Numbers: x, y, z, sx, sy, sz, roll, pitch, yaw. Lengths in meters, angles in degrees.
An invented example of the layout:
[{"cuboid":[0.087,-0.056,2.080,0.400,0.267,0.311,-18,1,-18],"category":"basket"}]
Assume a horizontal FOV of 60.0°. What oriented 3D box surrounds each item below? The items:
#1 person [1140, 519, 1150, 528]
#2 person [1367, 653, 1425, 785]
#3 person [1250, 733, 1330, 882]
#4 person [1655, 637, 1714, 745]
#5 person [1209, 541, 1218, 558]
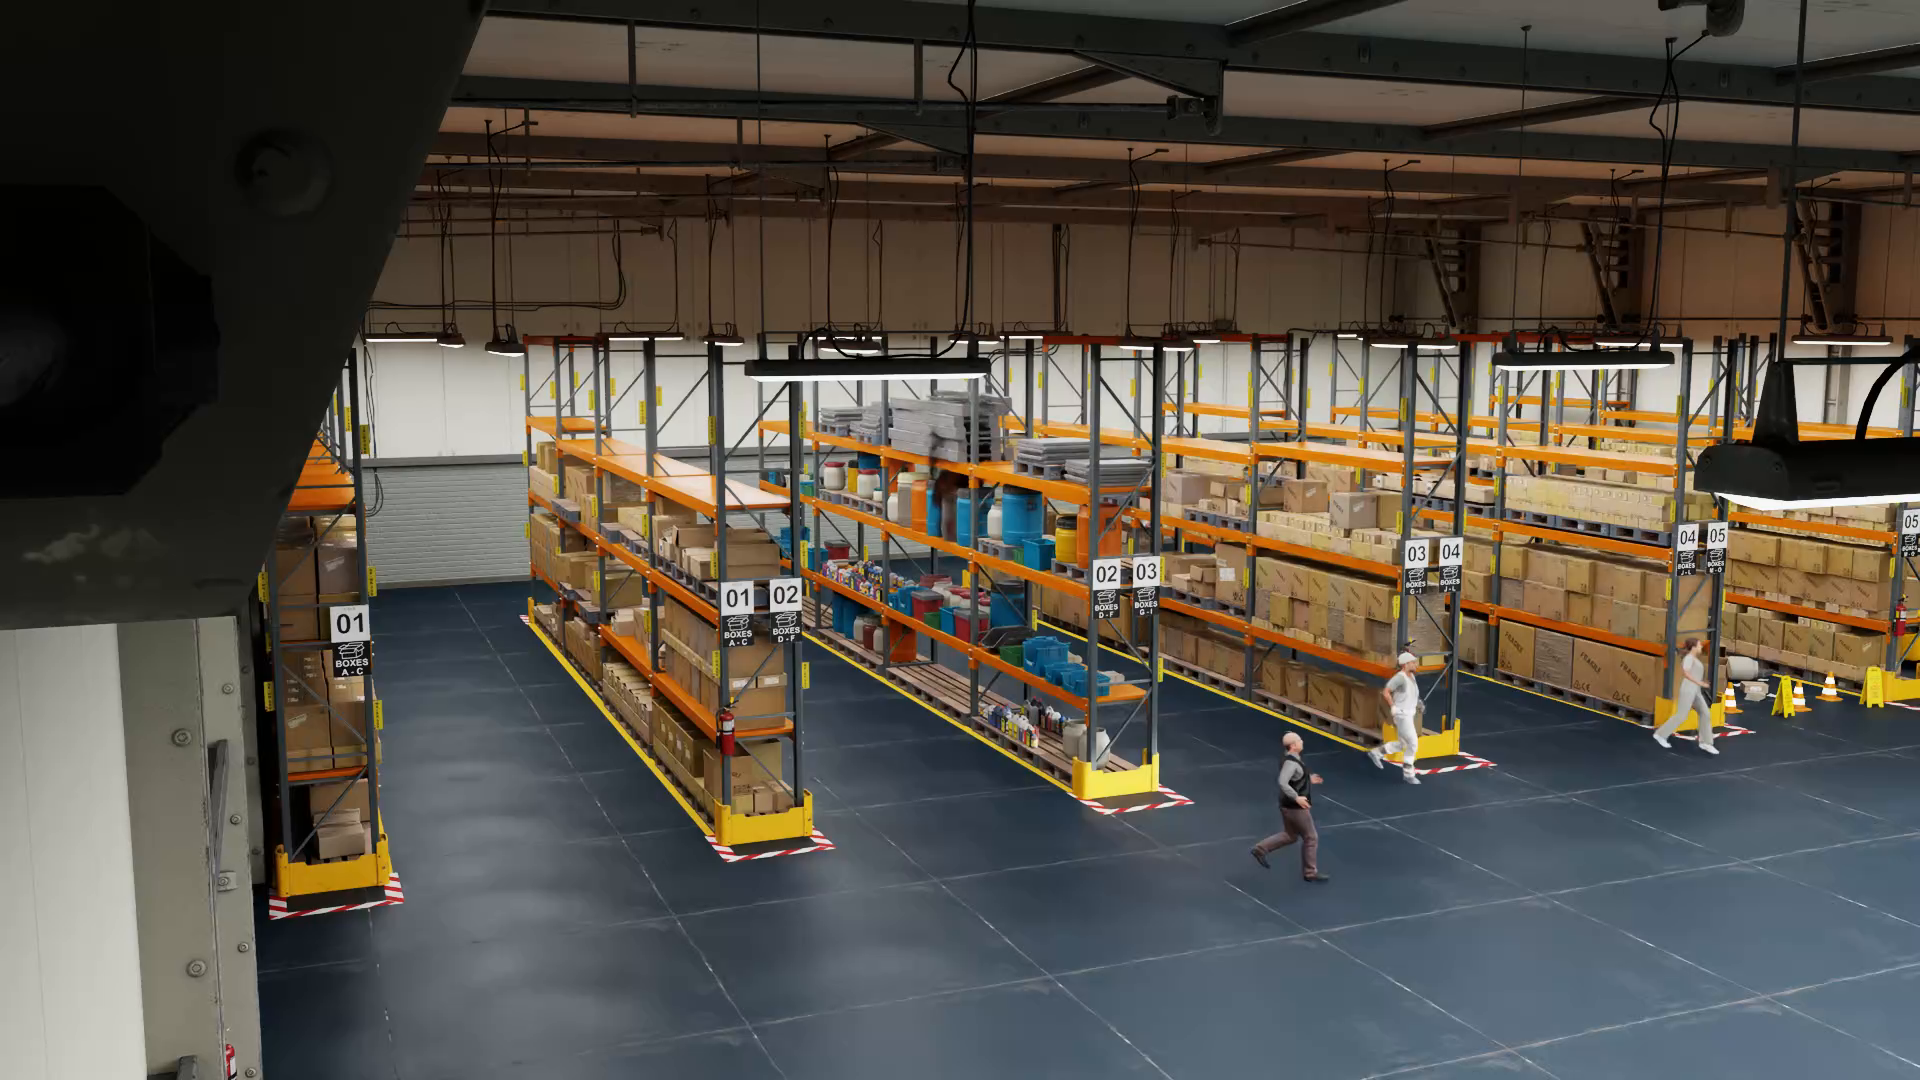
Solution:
[{"cuboid":[4.682,-0.031,41.352,0.726,1.776,0.709,-5,9,-34],"category":"person"},{"cuboid":[6.074,2.440,22.974,0.831,1.793,0.712,5,9,34],"category":"person"},{"cuboid":[3.743,3.004,18.741,0.896,1.698,0.668,0,8,2],"category":"person"},{"cuboid":[10.747,2.213,24.490,0.782,1.541,0.617,5,9,36],"category":"person"},{"cuboid":[5.461,0.831,35.323,0.584,1.624,0.703,-3,8,-20],"category":"person"}]
